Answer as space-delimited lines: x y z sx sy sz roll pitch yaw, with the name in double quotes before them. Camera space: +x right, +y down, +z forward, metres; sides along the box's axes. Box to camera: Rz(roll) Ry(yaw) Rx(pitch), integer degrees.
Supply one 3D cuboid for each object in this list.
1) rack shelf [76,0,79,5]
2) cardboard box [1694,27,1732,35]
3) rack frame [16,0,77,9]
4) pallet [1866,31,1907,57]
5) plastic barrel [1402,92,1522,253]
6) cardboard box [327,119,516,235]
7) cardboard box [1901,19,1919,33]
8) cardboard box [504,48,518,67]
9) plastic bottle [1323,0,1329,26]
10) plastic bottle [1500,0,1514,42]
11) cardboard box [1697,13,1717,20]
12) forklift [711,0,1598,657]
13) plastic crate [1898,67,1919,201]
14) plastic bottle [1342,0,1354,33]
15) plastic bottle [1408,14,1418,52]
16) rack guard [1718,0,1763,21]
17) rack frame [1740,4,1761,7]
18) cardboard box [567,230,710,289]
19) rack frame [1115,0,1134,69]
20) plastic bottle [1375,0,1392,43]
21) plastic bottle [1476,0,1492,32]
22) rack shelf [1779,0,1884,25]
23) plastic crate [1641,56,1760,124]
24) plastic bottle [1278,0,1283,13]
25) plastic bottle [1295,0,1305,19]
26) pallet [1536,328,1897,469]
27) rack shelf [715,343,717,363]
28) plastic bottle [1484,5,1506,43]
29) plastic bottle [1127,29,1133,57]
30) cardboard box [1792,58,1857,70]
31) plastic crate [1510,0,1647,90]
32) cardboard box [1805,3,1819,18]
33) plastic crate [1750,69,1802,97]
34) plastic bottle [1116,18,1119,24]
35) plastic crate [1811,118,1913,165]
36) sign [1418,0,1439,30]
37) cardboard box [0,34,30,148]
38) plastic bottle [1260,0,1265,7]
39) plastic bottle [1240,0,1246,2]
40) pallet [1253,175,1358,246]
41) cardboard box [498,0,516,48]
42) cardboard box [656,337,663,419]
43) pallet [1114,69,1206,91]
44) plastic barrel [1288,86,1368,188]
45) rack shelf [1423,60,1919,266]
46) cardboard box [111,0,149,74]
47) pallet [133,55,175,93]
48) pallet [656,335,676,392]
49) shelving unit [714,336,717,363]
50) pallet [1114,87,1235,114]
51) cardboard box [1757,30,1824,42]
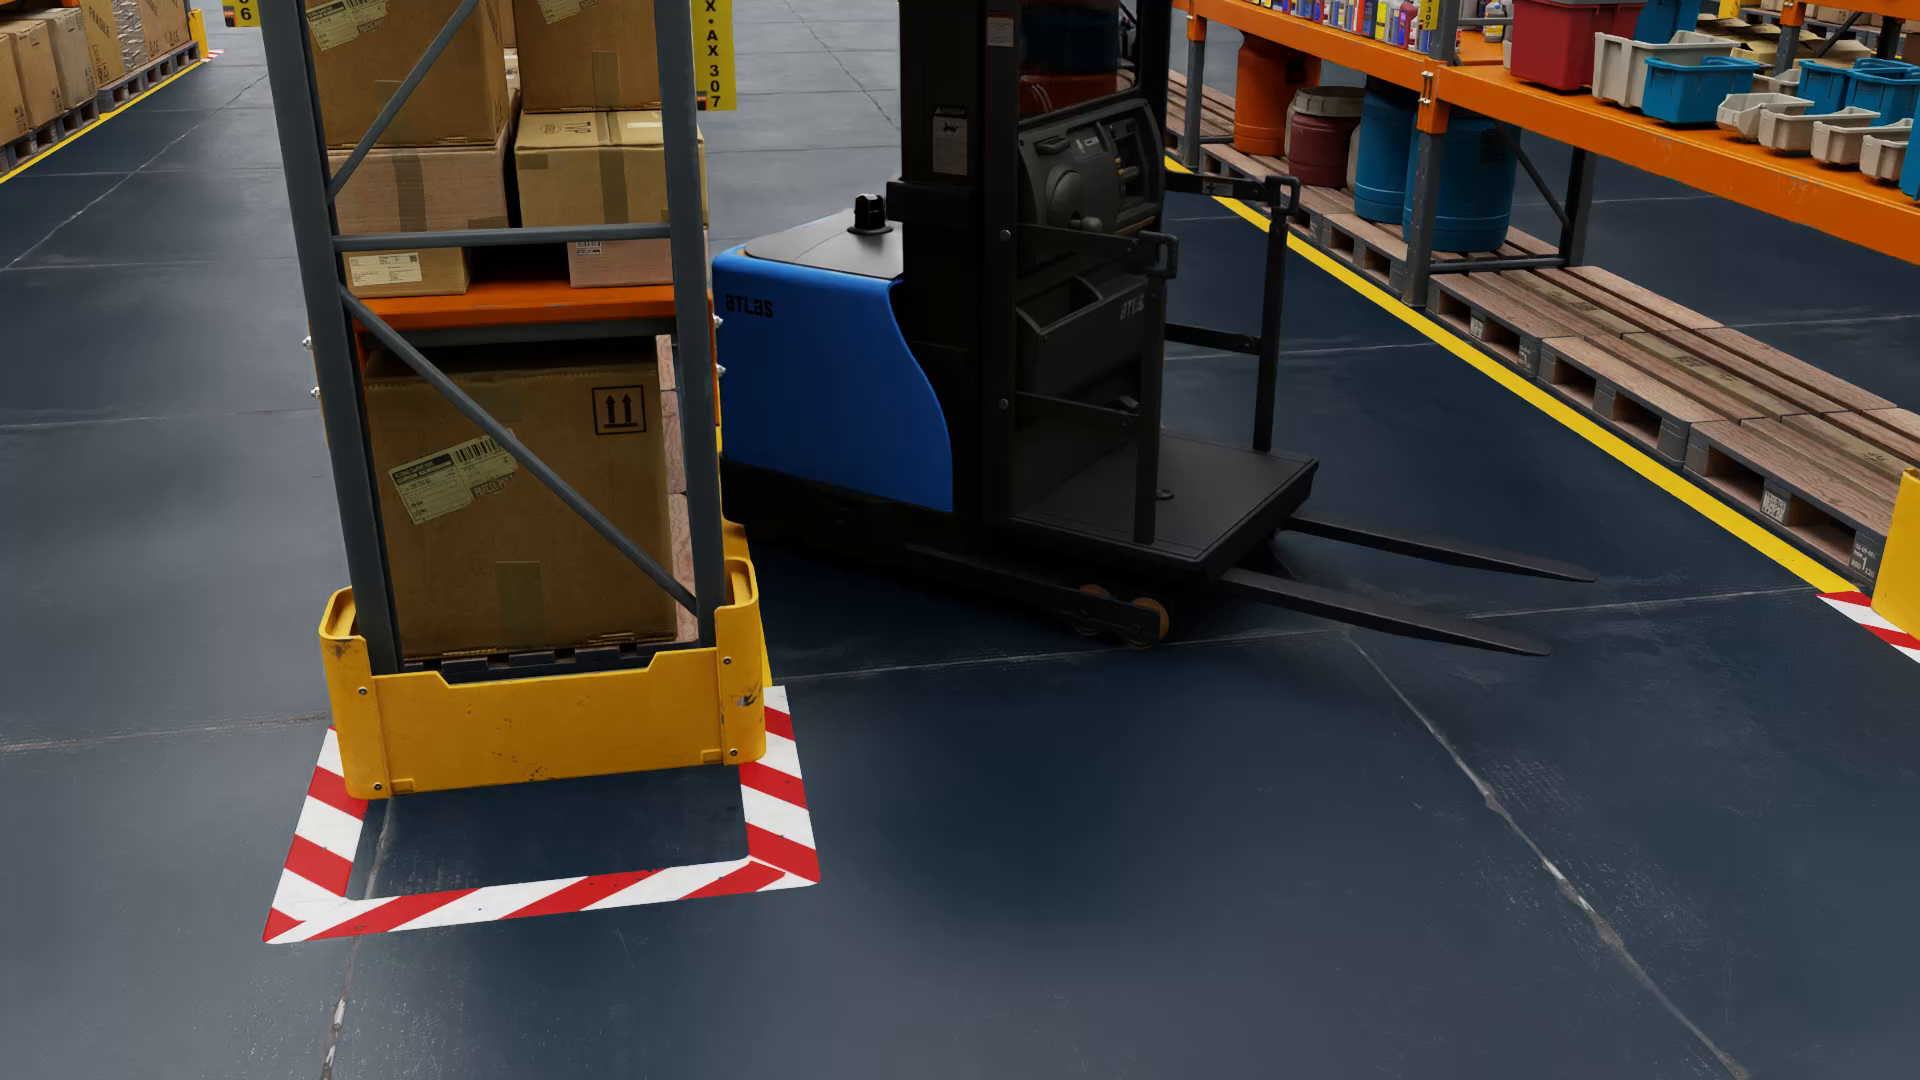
"rack shelf" -8.646 -5.620 16.269 1.077 0.370 4.000 -4 24 -10
"cardboard box" 6.561 -4.429 14.853 0.500 0.311 0.500 -4 24 -10
"rack frame" -8.276 -5.163 14.324 1.000 3.000 0.127 -4 24 -10
"pallet" 11.062 -5.574 18.749 1.003 0.211 1.213 -4 24 -10
"plastic barrel" 2.880 -2.156 9.537 0.600 0.901 0.708 -4 24 -10
"cardboard box" -1.515 -1.009 4.628 0.500 0.250 0.500 -5 24 -11
"cardboard box" 10.989 -6.052 18.932 0.500 0.500 0.500 -6 24 -14
"cardboard box" -1.802 -1.613 6.012 0.500 0.250 0.500 -4 24 -10
"plastic bottle" 2.296 -3.280 10.261 0.097 0.201 0.097 0 24 0
"plastic bottle" 3.185 -3.008 9.544 0.152 0.276 0.135 -4 24 -10
"cardboard box" 6.902 -4.873 15.869 0.500 0.311 0.500 -4 24 -10
"forklift" 0.622 -1.229 5.402 3.031 2.935 1.130 14 27 29
"plastic crate" 3.458 -1.299 5.356 0.616 0.435 0.499 -4 24 -10
"plastic bottle" 2.388 -3.180 9.937 0.152 0.276 0.135 -4 24 -10
"plastic bottle" 2.525 -2.794 9.148 0.097 0.201 0.097 0 24 0
"rack guard" 10.495 -6.988 21.626 1.175 0.500 0.348 -4 24 -10
"rack frame" 10.481 -8.164 21.194 1.000 3.000 0.127 -4 24 -10
"cardboard box" -0.905 -0.819 4.692 0.380 0.149 0.250 -4 24 -9
"rack frame" 1.484 -5.857 15.913 1.000 3.000 0.127 -4 24 -10
"plastic bottle" 2.472 -3.025 9.490 0.144 0.351 0.185 -4 24 -10
"plastic bottle" 3.151 -3.182 9.934 0.061 0.283 0.133 -4 24 -10
"rack shelf" 6.723 -5.106 15.092 1.077 0.370 4.000 -4 24 -10
"plastic crate" 3.072 -1.877 6.933 0.416 0.233 0.300 -4 24 -10
"plastic bottle" 2.152 -3.619 10.950 0.097 0.271 0.097 0 24 0
"plastic bottle" 2.243 -3.487 10.642 0.152 0.276 0.135 -4 24 -10
"pallet" 3.367 -0.665 7.510 1.003 0.211 1.213 -4 24 -10
"rack shelf" -1.028 -0.868 7.803 0.258 0.180 0.103 -21 36 -39
"plastic bottle" 3.066 -2.957 9.521 0.097 0.201 0.097 0 24 0
"plastic bottle" 1.770 -5.093 17.018 0.152 0.276 0.135 -3 24 -8
"cardboard box" 6.896 -3.505 13.100 0.500 0.500 0.500 -3 24 -7
"plastic crate" 2.882 -2.397 7.837 0.402 0.464 0.583 -4 24 -10
"cardboard box" 10.626 -6.630 20.492 0.500 0.311 0.500 -2 24 -5
"plastic crate" 3.581 -1.954 7.232 0.293 0.136 0.466 -4 24 -10
"plastic bottle" 1.629 -5.434 17.705 0.144 0.351 0.185 -4 24 -10
"plastic crate" 3.335 -1.466 6.114 0.396 0.136 0.243 -4 24 -10
"sign" 2.423 -2.797 8.561 0.100 0.325 0.005 -4 24 -10
"cardboard box" -7.726 -3.341 12.438 1.050 0.750 0.750 -4 24 -9
"plastic bottle" 2.091 -3.716 11.260 0.097 0.201 0.097 0 24 0
"plastic bottle" 2.002 -3.903 11.586 0.061 0.283 0.133 -4 24 -10
"pallet" 2.633 -2.220 11.069 1.003 0.211 1.213 -4 24 -10
"cardboard box" -1.882 -2.149 6.302 0.500 0.500 0.500 -5 24 -11
"cardboard box" -1.694 -0.943 6.791 0.875 0.875 0.875 -4 24 -10
"pallet" 1.668 -4.273 15.770 1.003 0.211 1.213 -4 24 -10
"plastic barrel" 2.540 -2.736 11.254 0.600 0.588 0.708 -4 24 -10
"rack shelf" 3.334 -1.594 7.051 1.077 0.370 4.000 -4 24 -10
"cardboard box" -8.494 -4.989 16.055 0.875 0.875 0.875 -4 24 -9
"pallet" -8.569 -4.671 16.681 1.003 0.211 1.213 -4 24 -10
"pallet" -1.840 -0.761 7.729 1.003 0.211 1.213 -4 24 -10
"shelving unit" -0.810 -0.753 7.606 0.258 0.189 1.200 -21 36 -39
"pallet" 1.897 -3.792 14.669 1.003 0.211 1.213 -4 24 -10
"cardboard box" 7.179 -4.272 14.494 0.500 0.311 0.500 -5 24 -11
